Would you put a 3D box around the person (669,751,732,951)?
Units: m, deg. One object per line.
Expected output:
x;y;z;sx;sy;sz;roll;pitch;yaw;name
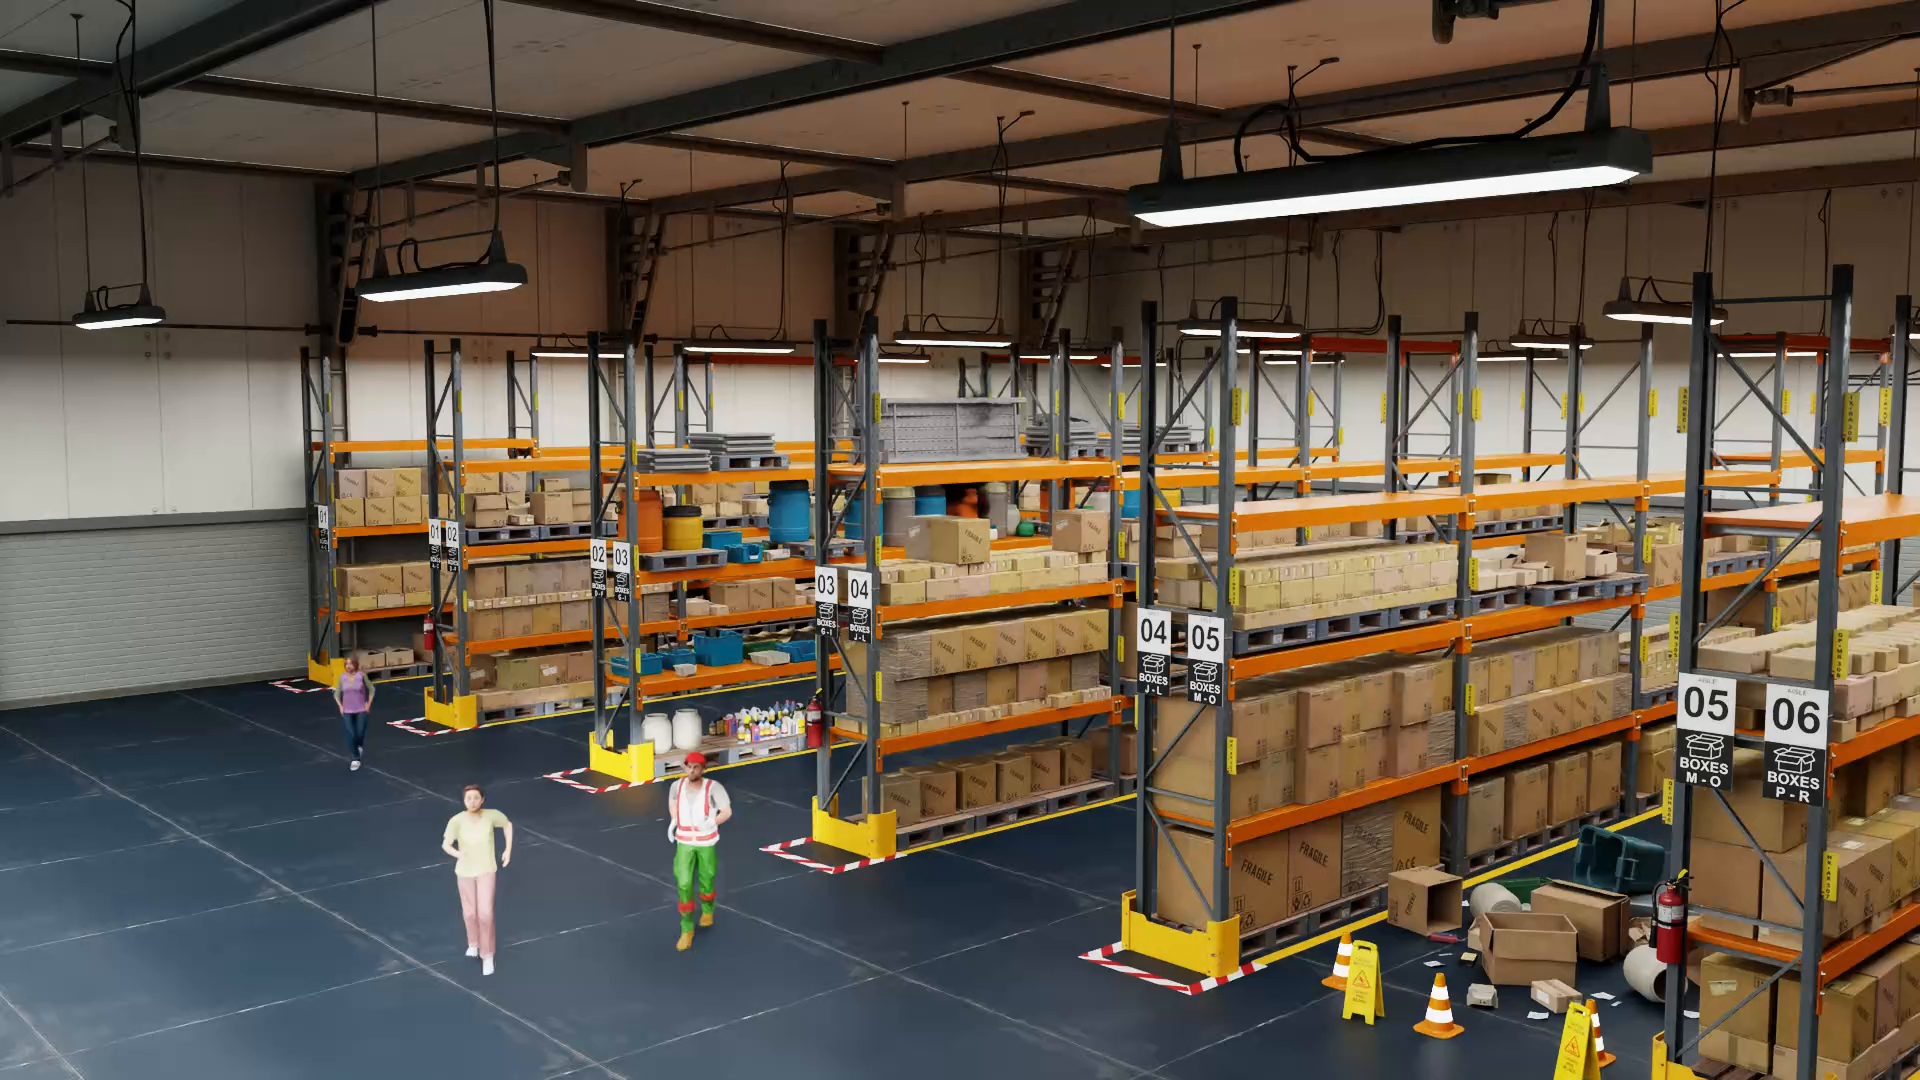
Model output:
-2.470;2.895;15.747;0.638;1.841;0.809;0;5;0;person

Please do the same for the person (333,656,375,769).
-8.367;2.376;22.984;0.541;1.566;0.496;-1;5;-13;person

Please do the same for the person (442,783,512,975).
-4.335;3.037;14.953;0.591;1.737;0.715;-1;5;-11;person
